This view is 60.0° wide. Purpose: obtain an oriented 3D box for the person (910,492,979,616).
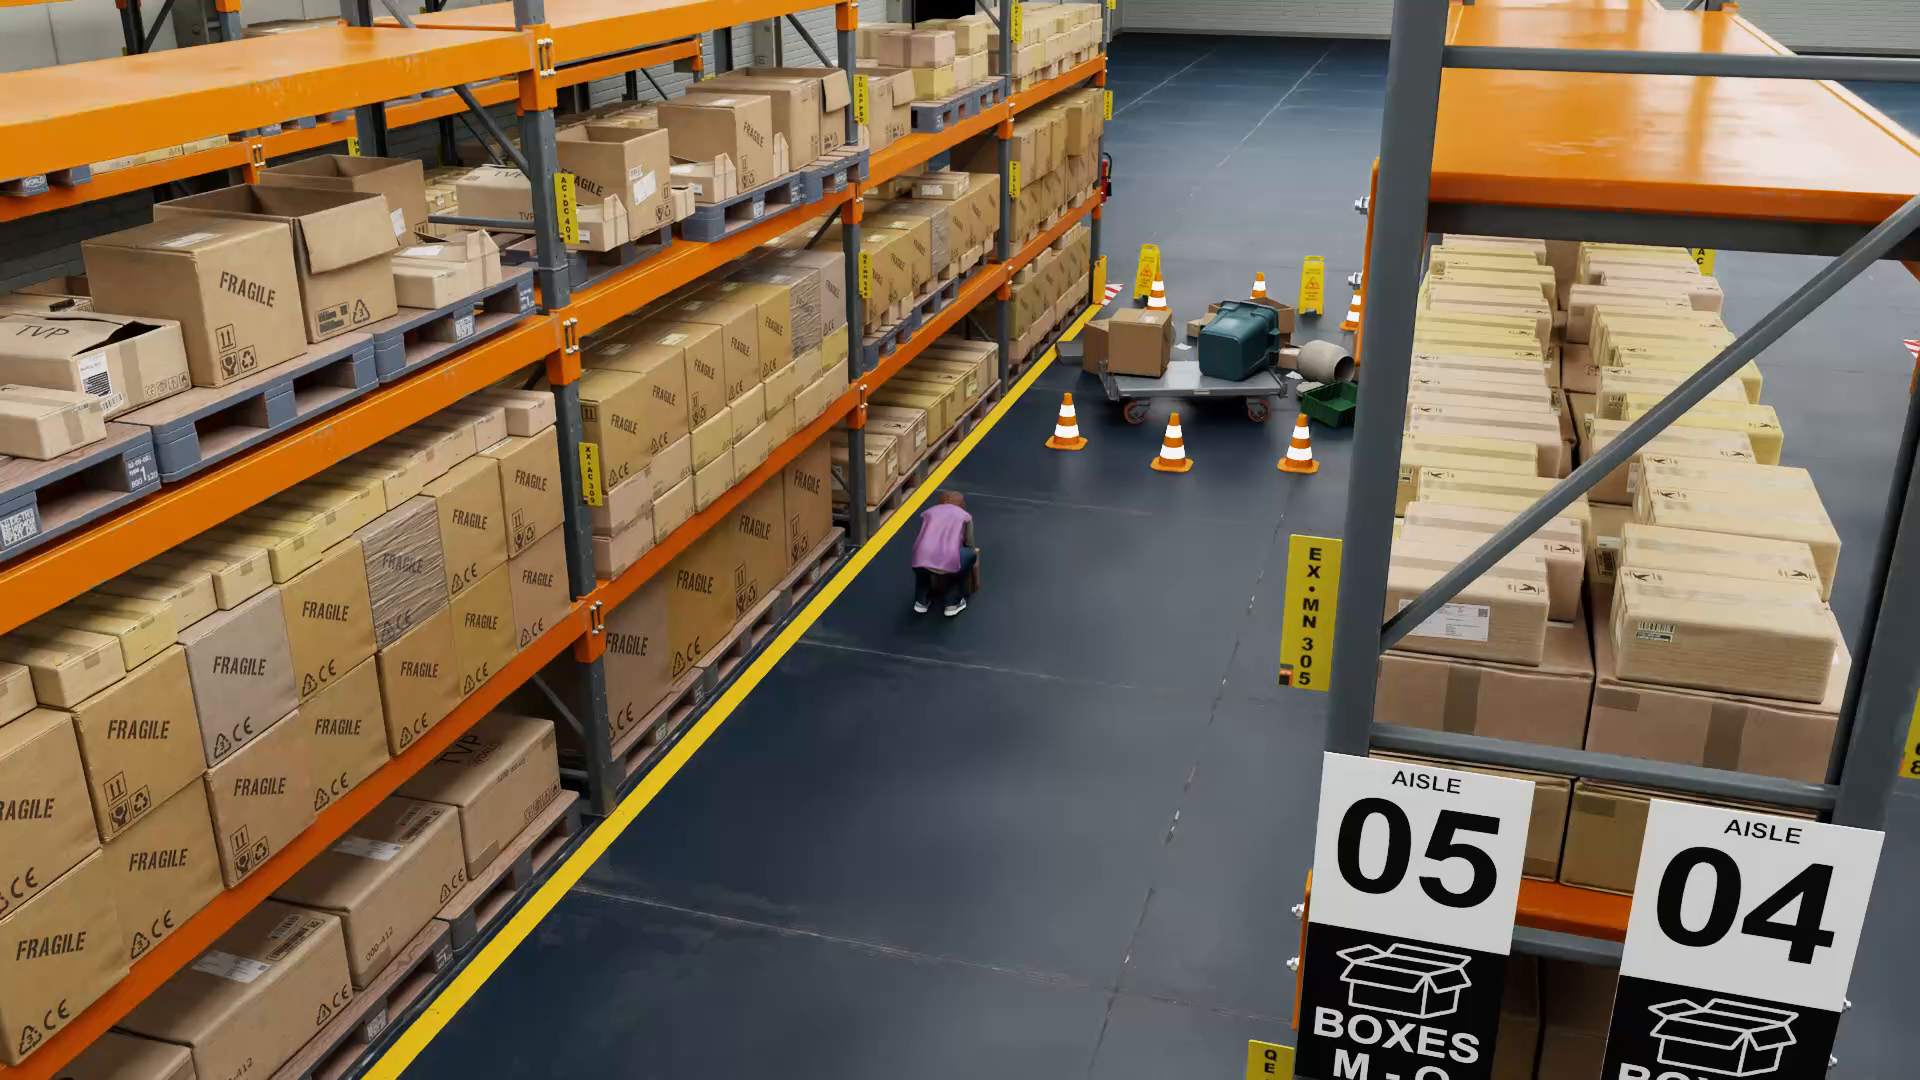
[{"bbox_3d":[-0.107,0.127,11.545,0.425,0.705,0.852,6,23,14],"label":"person"}]
